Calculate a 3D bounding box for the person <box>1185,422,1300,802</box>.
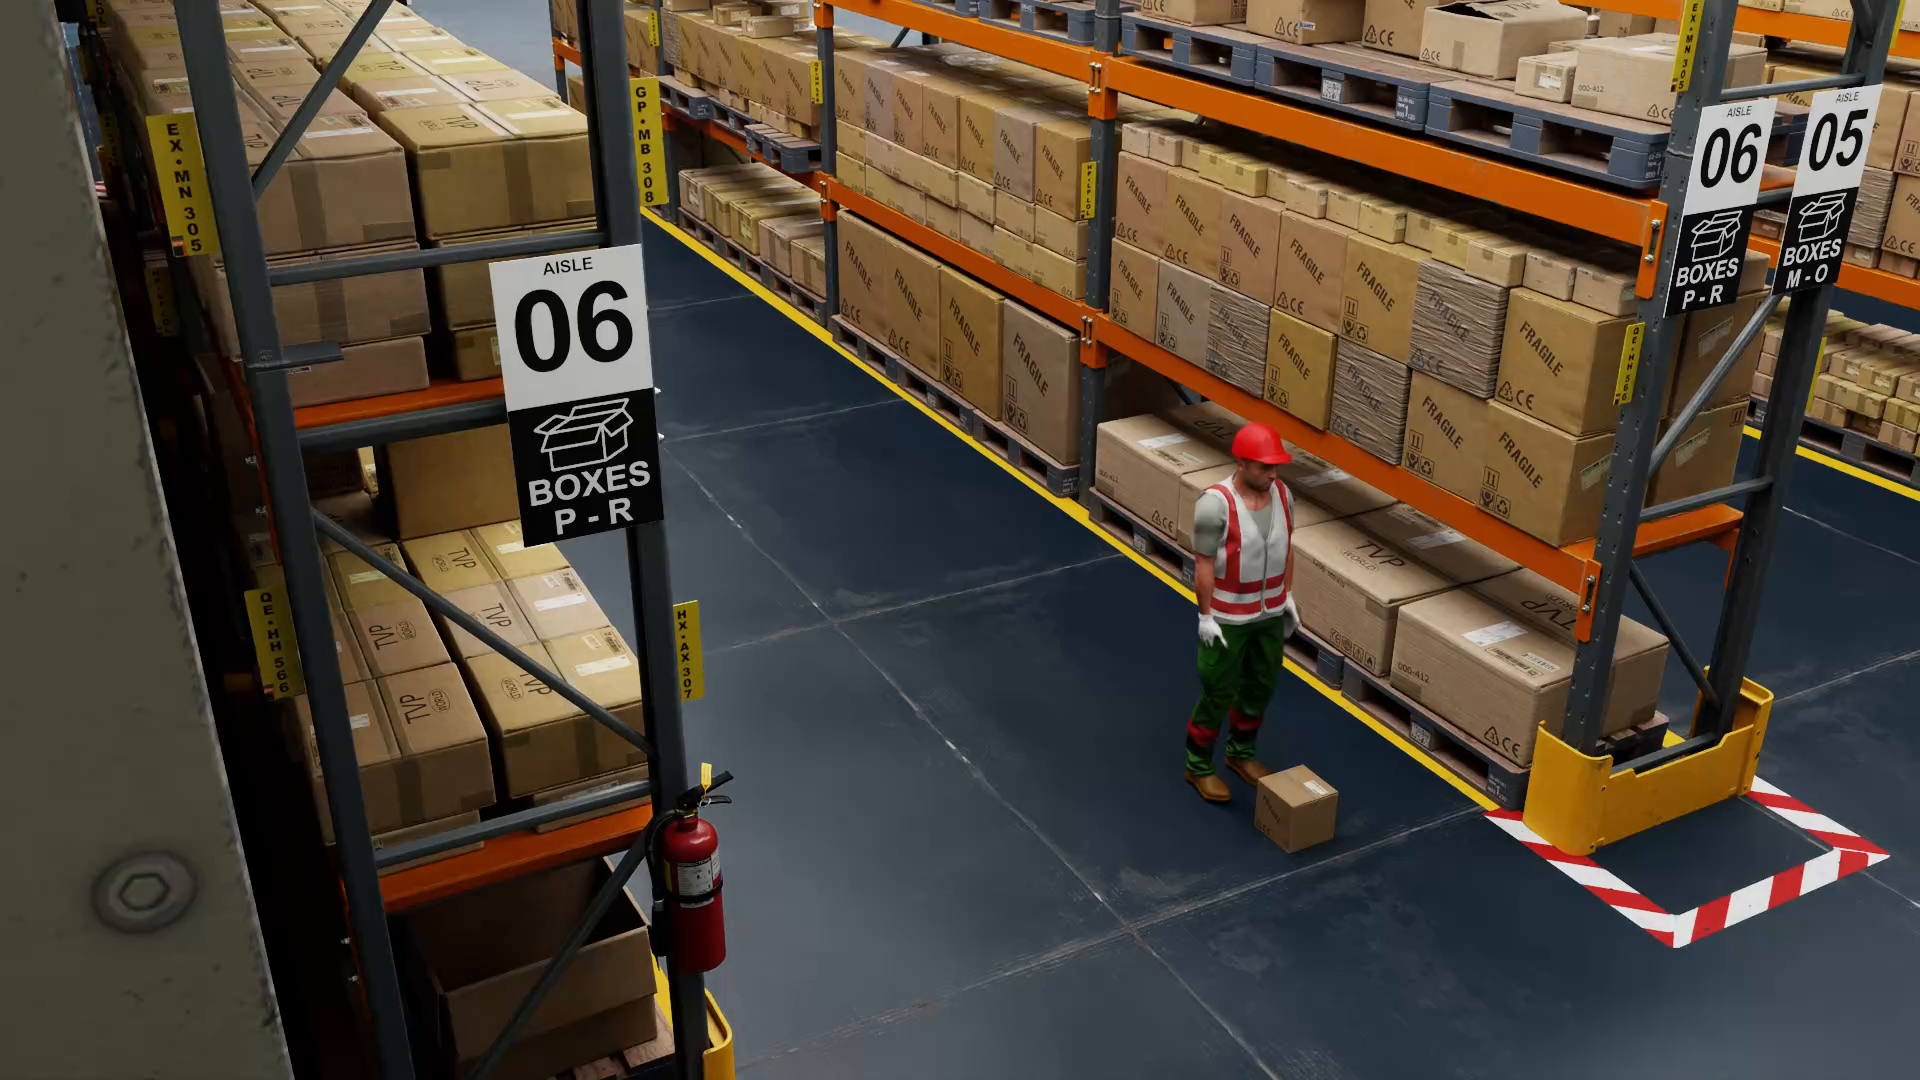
[{"bbox_3d":[1.267,0.316,7.417,0.526,1.781,0.346,-13,28,-26],"label":"person"}]
